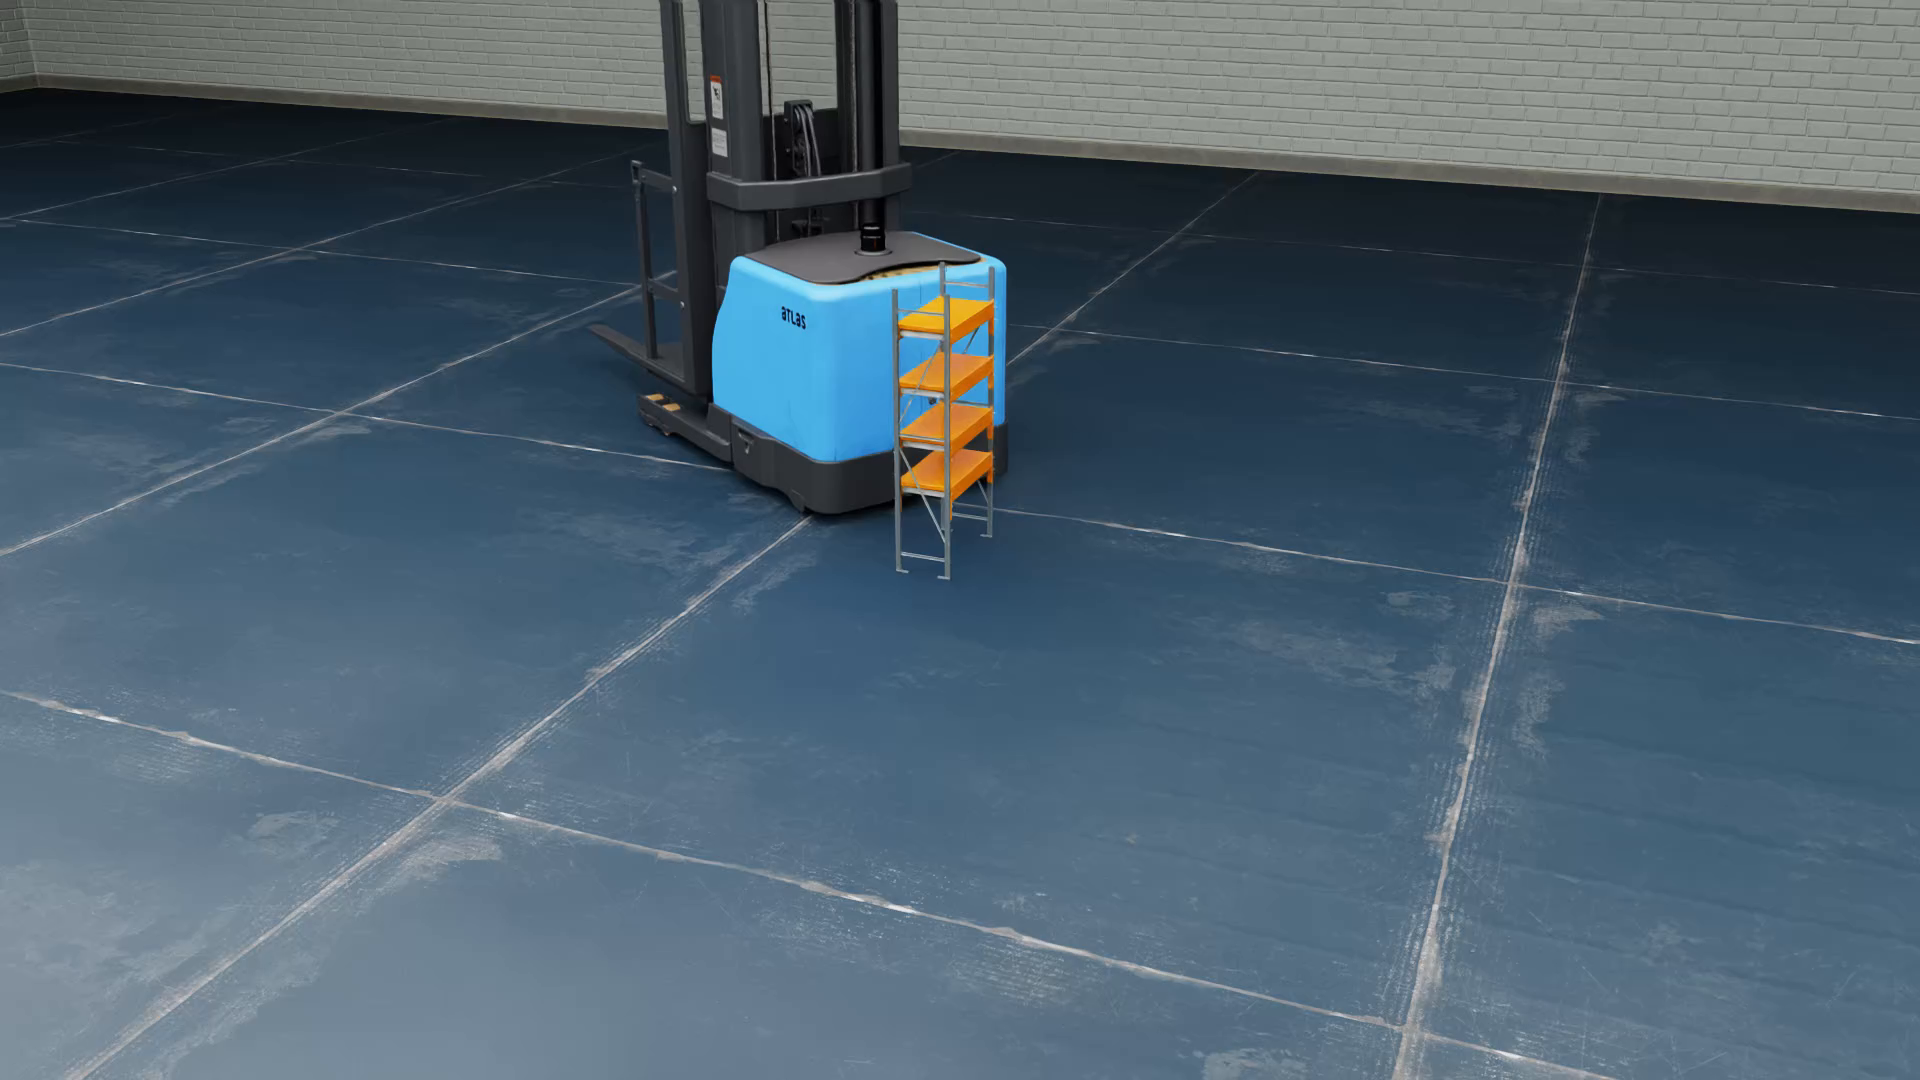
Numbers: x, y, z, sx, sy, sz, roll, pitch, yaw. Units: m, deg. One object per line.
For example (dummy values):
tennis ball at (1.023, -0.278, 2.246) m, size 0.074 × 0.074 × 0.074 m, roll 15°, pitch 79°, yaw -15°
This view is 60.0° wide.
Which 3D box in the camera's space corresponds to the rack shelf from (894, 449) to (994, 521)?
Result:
rack shelf at (-0.061, -0.249, 6.979) m, size 0.258 × 0.148 × 0.480 m, roll 9°, pitch 24°, yaw 20°

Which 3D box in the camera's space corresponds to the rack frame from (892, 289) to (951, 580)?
rack frame at (-0.152, -0.407, 6.668) m, size 0.240 × 1.200 × 0.015 m, roll 9°, pitch 24°, yaw 20°

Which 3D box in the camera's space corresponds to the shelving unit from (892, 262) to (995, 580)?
shelving unit at (-0.061, -0.494, 6.877) m, size 0.258 × 1.200 × 0.503 m, roll 9°, pitch 24°, yaw 20°

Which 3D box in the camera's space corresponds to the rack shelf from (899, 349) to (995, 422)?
rack shelf at (-0.061, -0.639, 6.817) m, size 0.258 × 0.148 × 0.480 m, roll 9°, pitch 24°, yaw 20°

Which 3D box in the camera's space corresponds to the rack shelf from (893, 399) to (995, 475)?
rack shelf at (-0.061, -0.432, 6.903) m, size 0.258 × 0.148 × 0.480 m, roll 9°, pitch 24°, yaw 20°

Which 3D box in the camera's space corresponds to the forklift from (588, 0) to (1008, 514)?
forklift at (-1.024, -1.980, 8.187) m, size 1.130 × 2.935 × 3.031 m, roll -15°, pitch 27°, yaw -32°

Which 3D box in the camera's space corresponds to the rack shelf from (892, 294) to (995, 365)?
rack shelf at (-0.062, -0.857, 6.725) m, size 0.258 × 0.148 × 0.480 m, roll 9°, pitch 24°, yaw 20°

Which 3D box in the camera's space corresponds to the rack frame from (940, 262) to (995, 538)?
rack frame at (0.029, -0.582, 7.086) m, size 0.240 × 1.200 × 0.015 m, roll 9°, pitch 24°, yaw 20°
